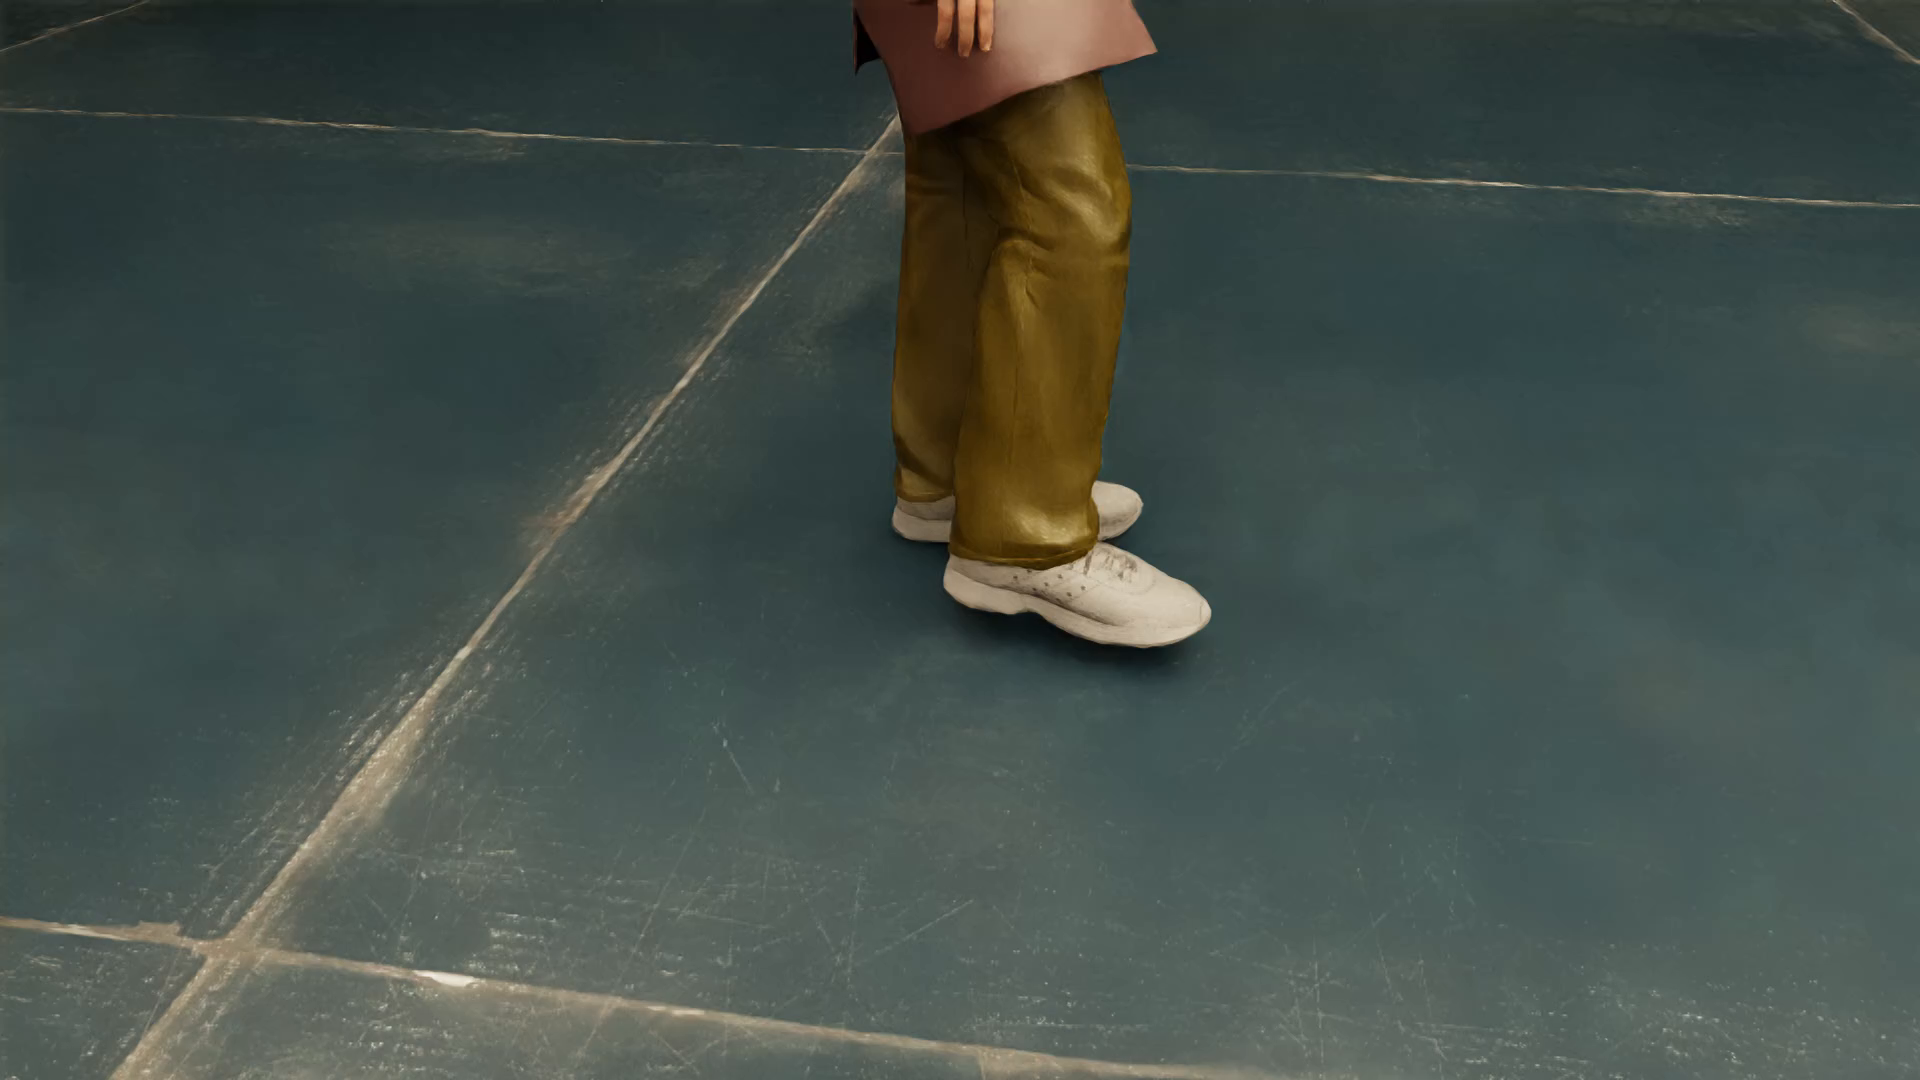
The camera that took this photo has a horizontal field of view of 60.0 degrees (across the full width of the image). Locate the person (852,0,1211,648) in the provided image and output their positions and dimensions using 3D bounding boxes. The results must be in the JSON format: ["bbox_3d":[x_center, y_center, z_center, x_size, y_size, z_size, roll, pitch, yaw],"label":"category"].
[{"bbox_3d":[0.087,-0.775,2.047,0.586,1.775,0.694,5,29,9],"label":"person"}]
